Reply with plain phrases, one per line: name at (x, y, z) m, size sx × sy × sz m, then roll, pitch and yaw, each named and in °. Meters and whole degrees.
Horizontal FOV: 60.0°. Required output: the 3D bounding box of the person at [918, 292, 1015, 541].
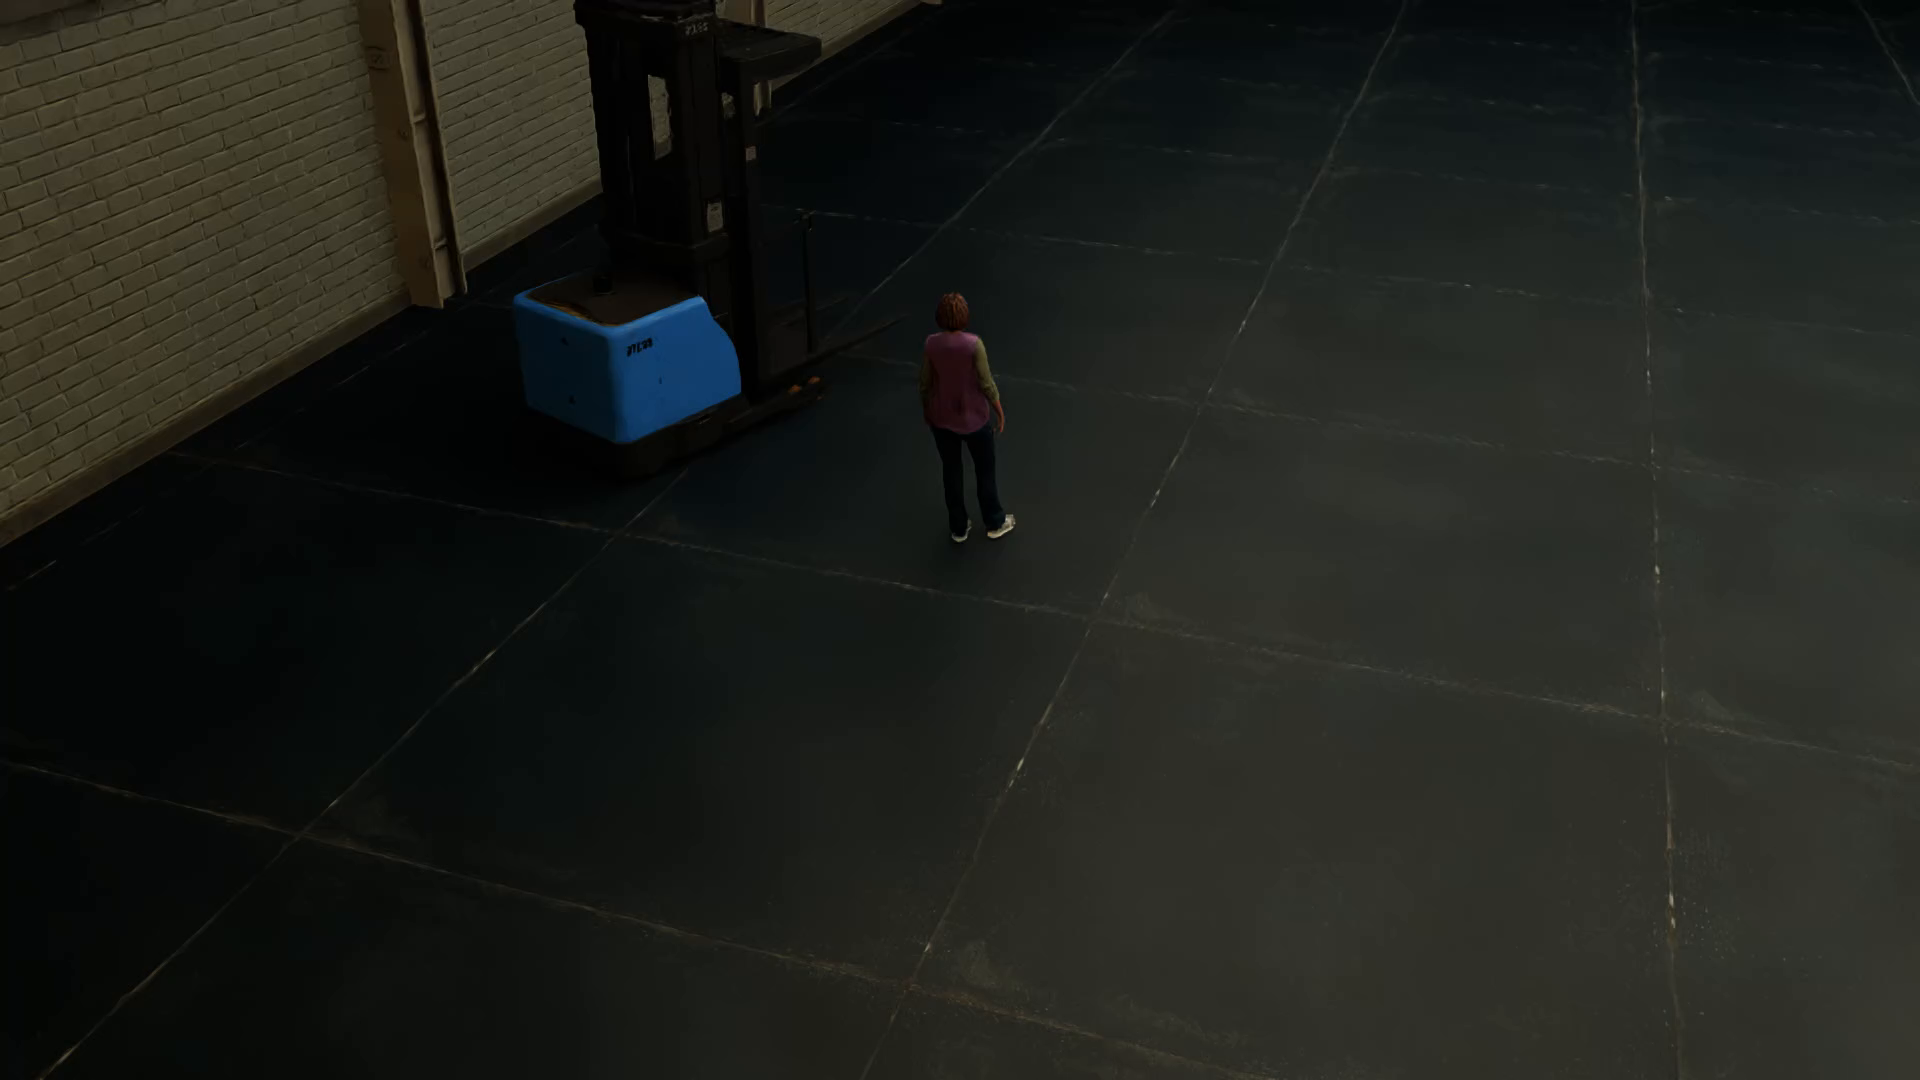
person at (0.037, -0.732, 9.754) m, size 0.520 × 1.597 × 0.474 m, roll 10°, pitch 31°, yaw 16°

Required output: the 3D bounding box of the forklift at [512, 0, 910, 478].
forklift at (-1.586, -2.334, 11.231) m, size 1.130 × 2.935 × 3.031 m, roll 22°, pitch 36°, yaw 33°
